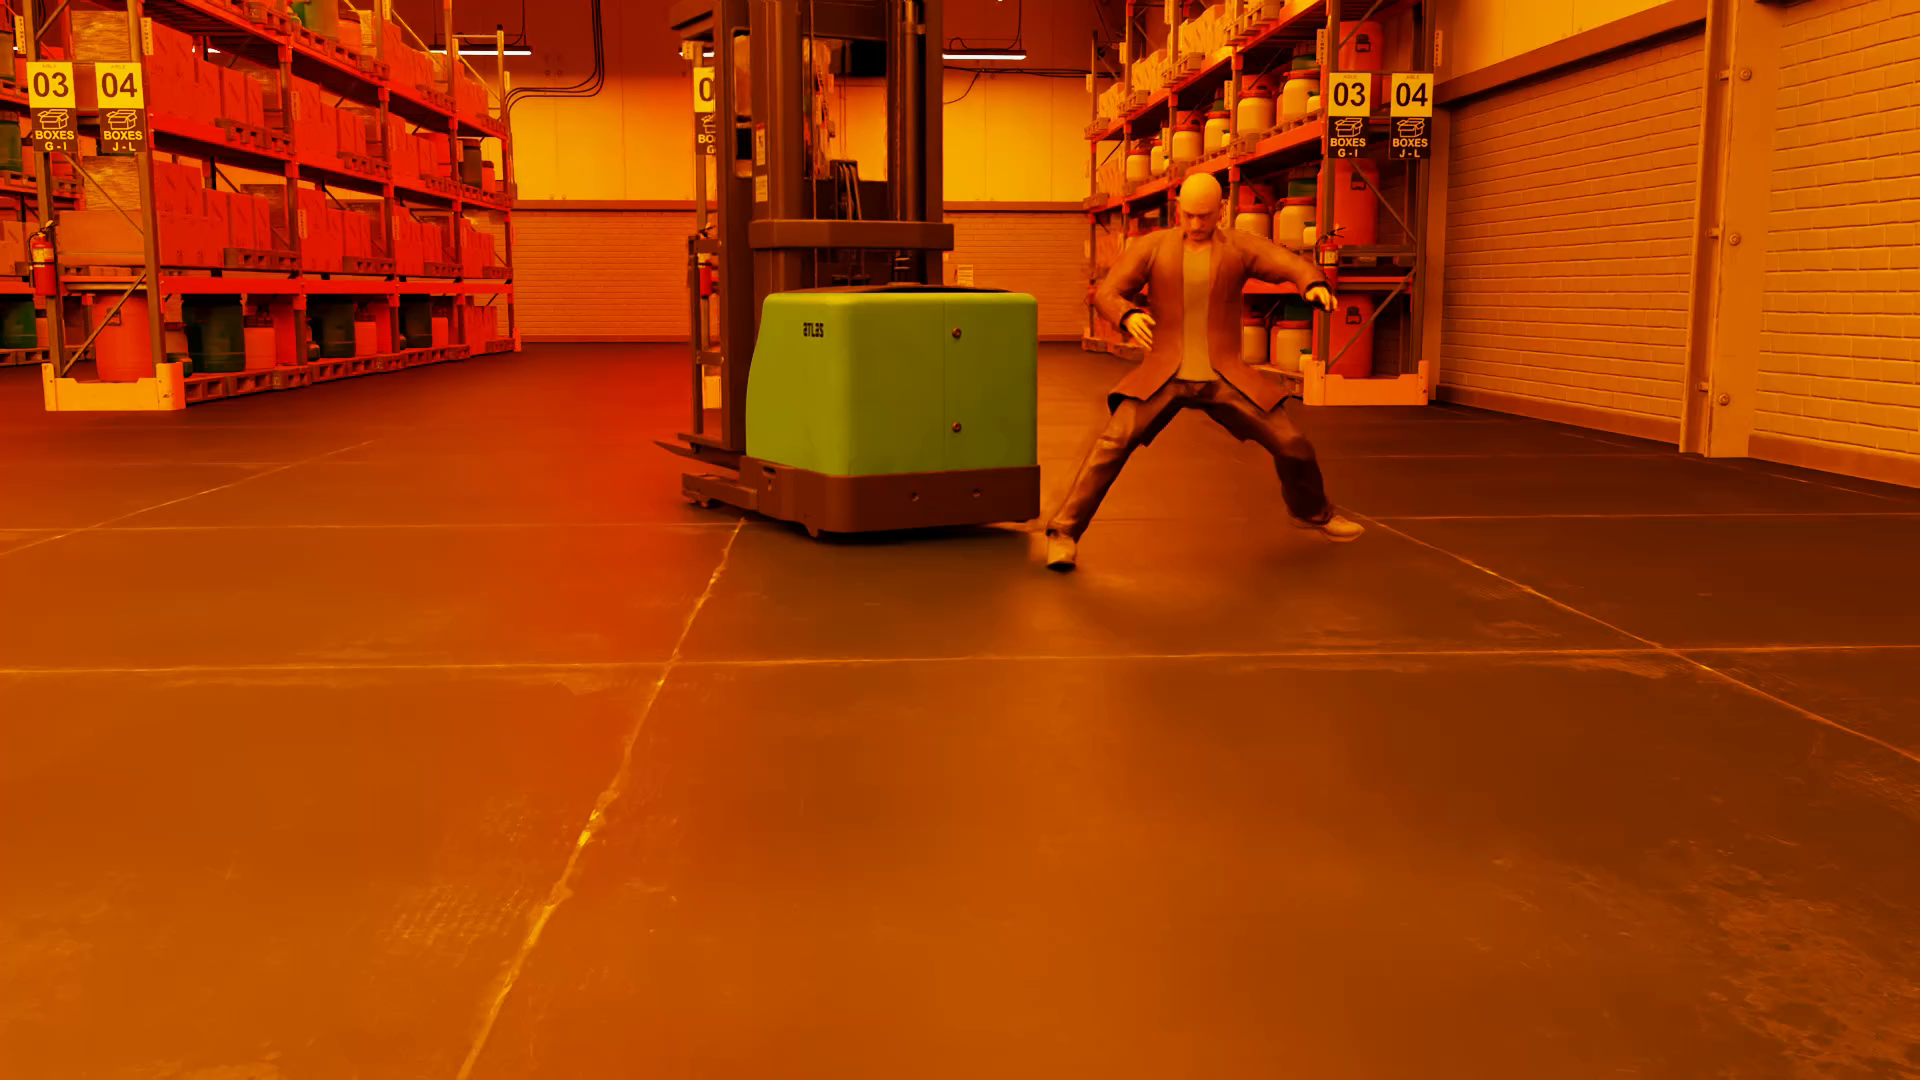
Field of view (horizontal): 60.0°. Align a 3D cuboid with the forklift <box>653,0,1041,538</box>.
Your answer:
[{"bbox_3d":[-0.776,-1.635,8.345,1.130,2.935,3.031,-4,10,-28],"label":"forklift"}]

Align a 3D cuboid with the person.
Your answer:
[{"bbox_3d":[1.029,-0.700,6.746,1.338,1.542,0.922,1,8,5],"label":"person"}]
